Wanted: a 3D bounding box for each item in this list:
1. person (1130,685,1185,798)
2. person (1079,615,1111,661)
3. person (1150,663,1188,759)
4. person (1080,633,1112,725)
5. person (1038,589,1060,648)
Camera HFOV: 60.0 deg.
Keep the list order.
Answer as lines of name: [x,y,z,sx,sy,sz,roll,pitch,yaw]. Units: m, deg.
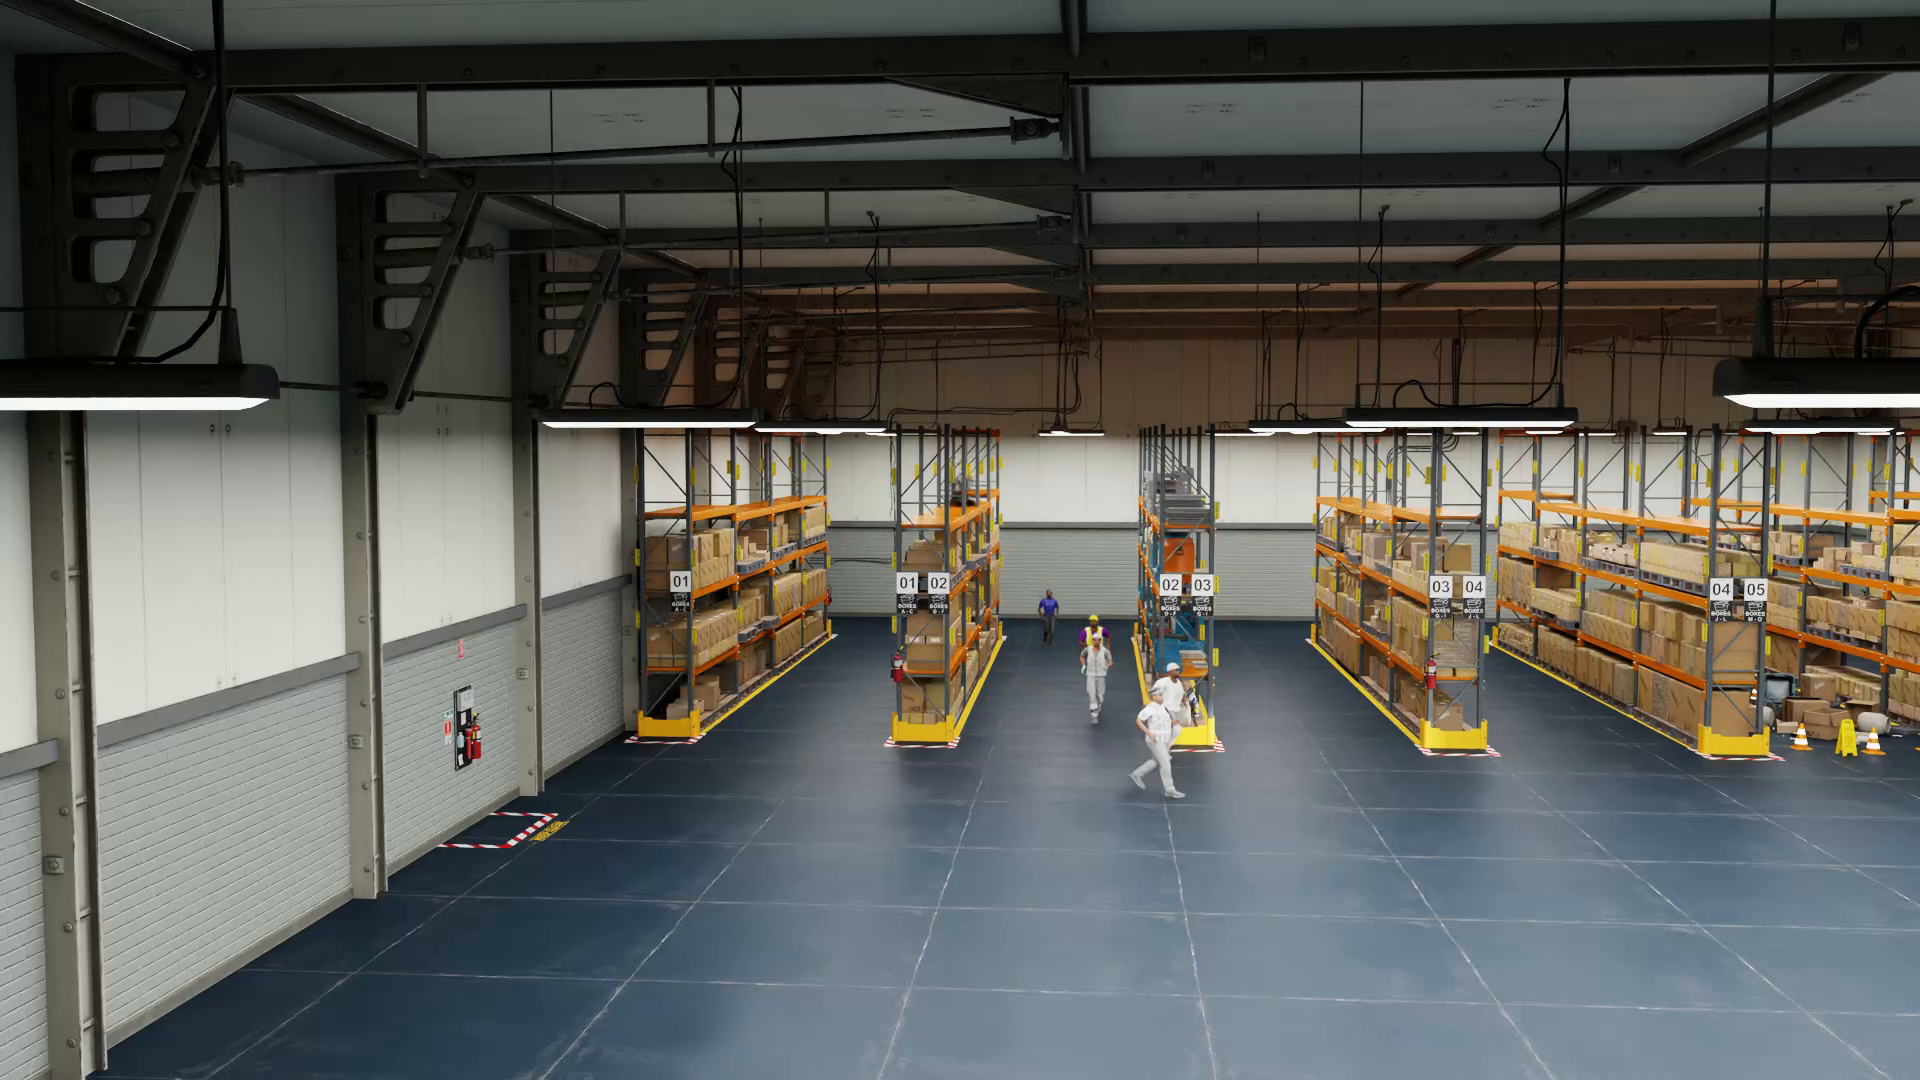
person: [3.154,3.200,26.603,0.986,1.755,0.668,2,4,26]
person: [3.018,2.555,37.300,0.714,1.744,1.031,0,4,7]
person: [3.803,3.056,29.766,0.535,1.709,0.742,3,5,41]
person: [2.756,2.776,33.672,0.656,1.792,0.983,0,3,4]
person: [2.448,2.159,45.606,0.594,1.622,0.570,0,3,-7]
